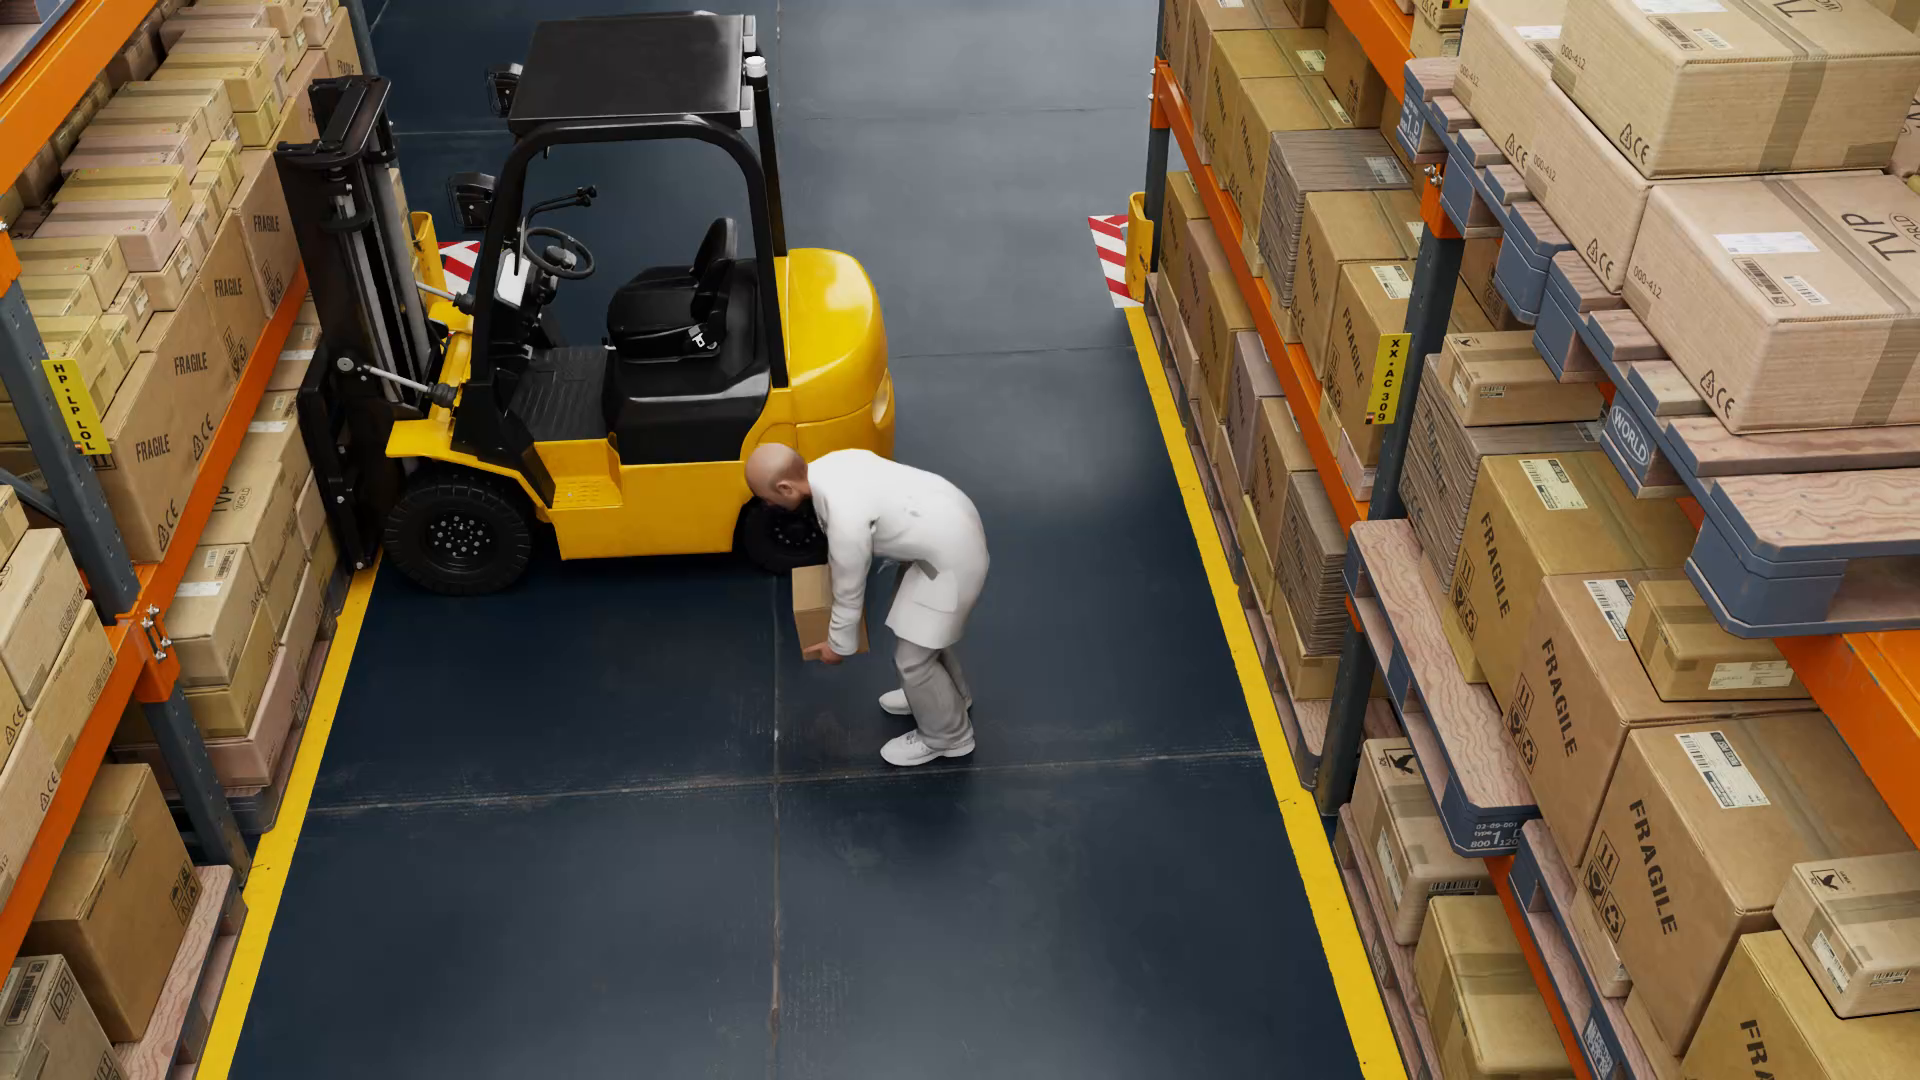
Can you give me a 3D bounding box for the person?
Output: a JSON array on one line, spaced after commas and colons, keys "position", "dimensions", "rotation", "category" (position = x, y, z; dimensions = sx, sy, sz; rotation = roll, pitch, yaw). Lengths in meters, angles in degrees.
[{"position": [-0.323, 0.216, 6.190], "dimensions": [0.860, 1.416, 0.552], "rotation": [-4, 39, -5], "category": "person"}]
